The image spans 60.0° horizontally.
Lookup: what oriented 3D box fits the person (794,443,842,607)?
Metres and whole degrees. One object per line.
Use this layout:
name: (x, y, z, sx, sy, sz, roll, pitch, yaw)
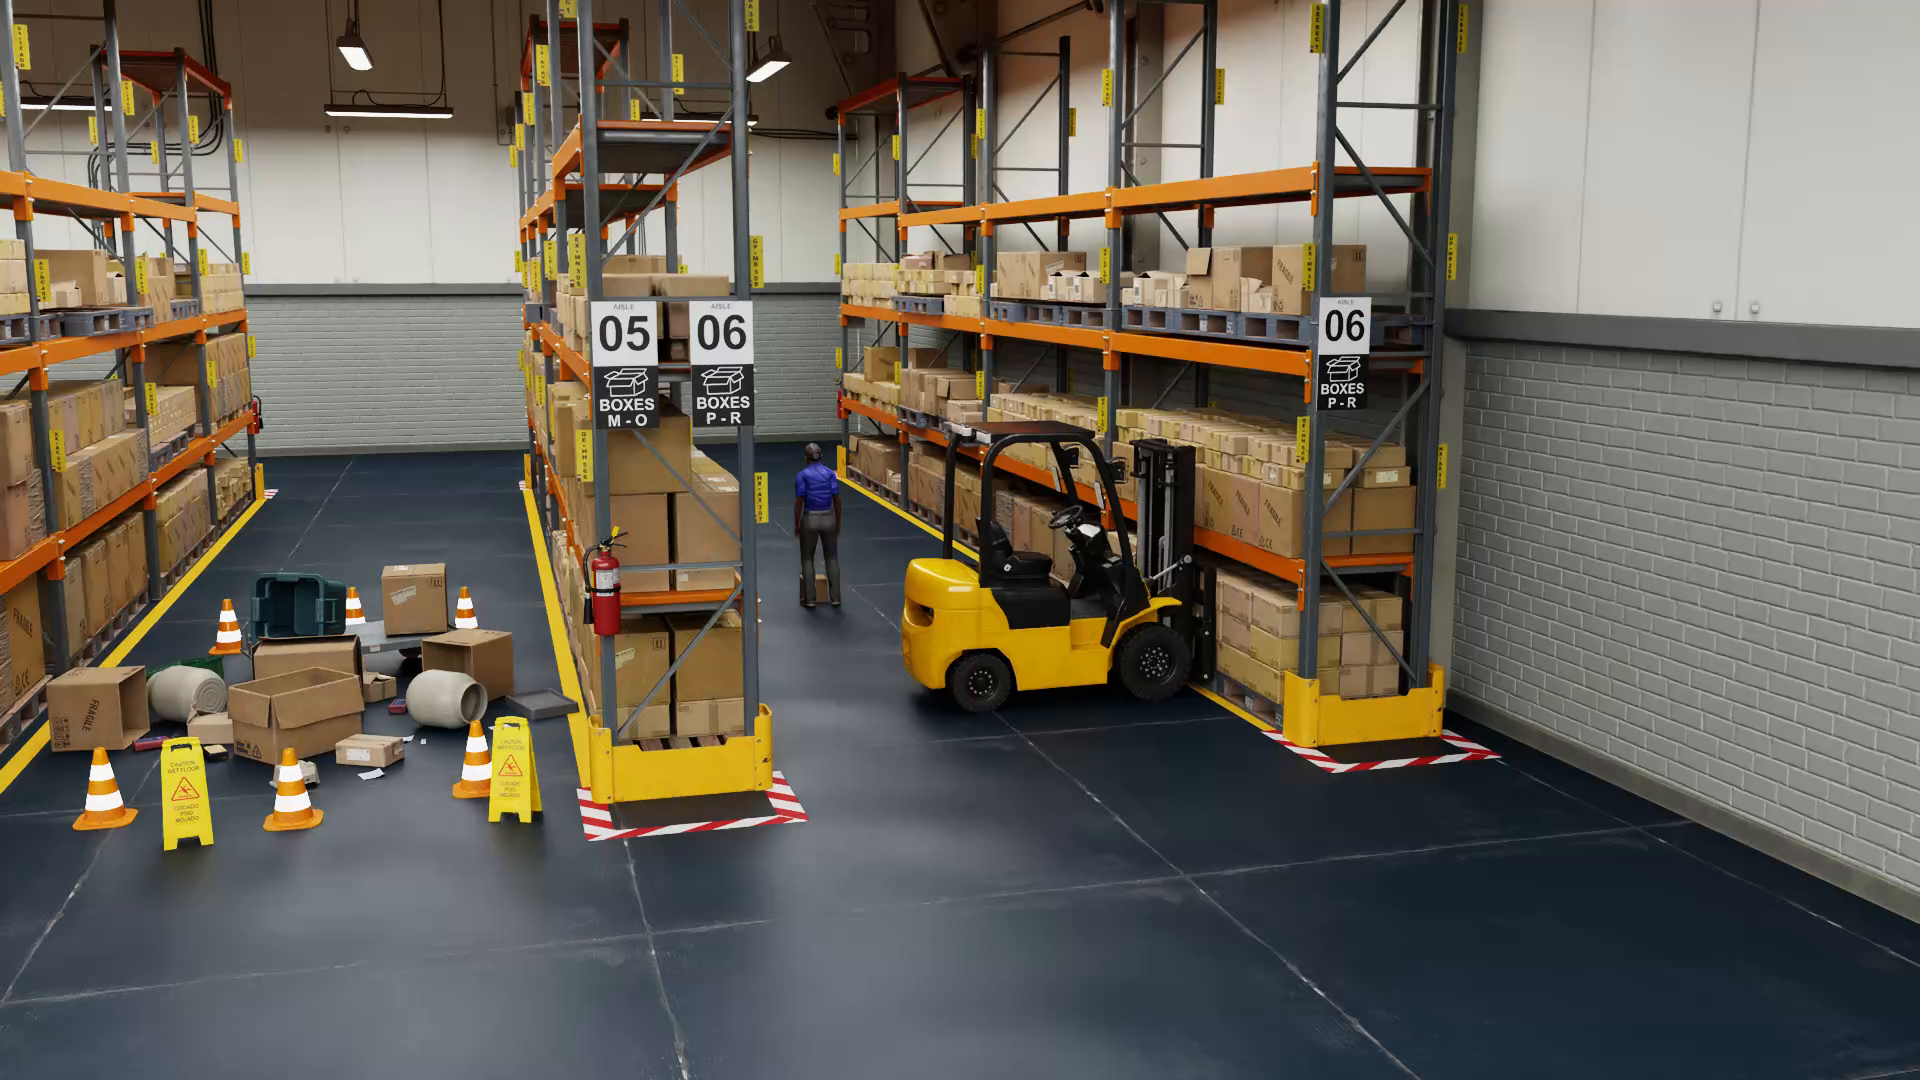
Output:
person: (-1.432, -0.152, 16.818, 0.515, 1.653, 0.349, -3, 10, -18)
